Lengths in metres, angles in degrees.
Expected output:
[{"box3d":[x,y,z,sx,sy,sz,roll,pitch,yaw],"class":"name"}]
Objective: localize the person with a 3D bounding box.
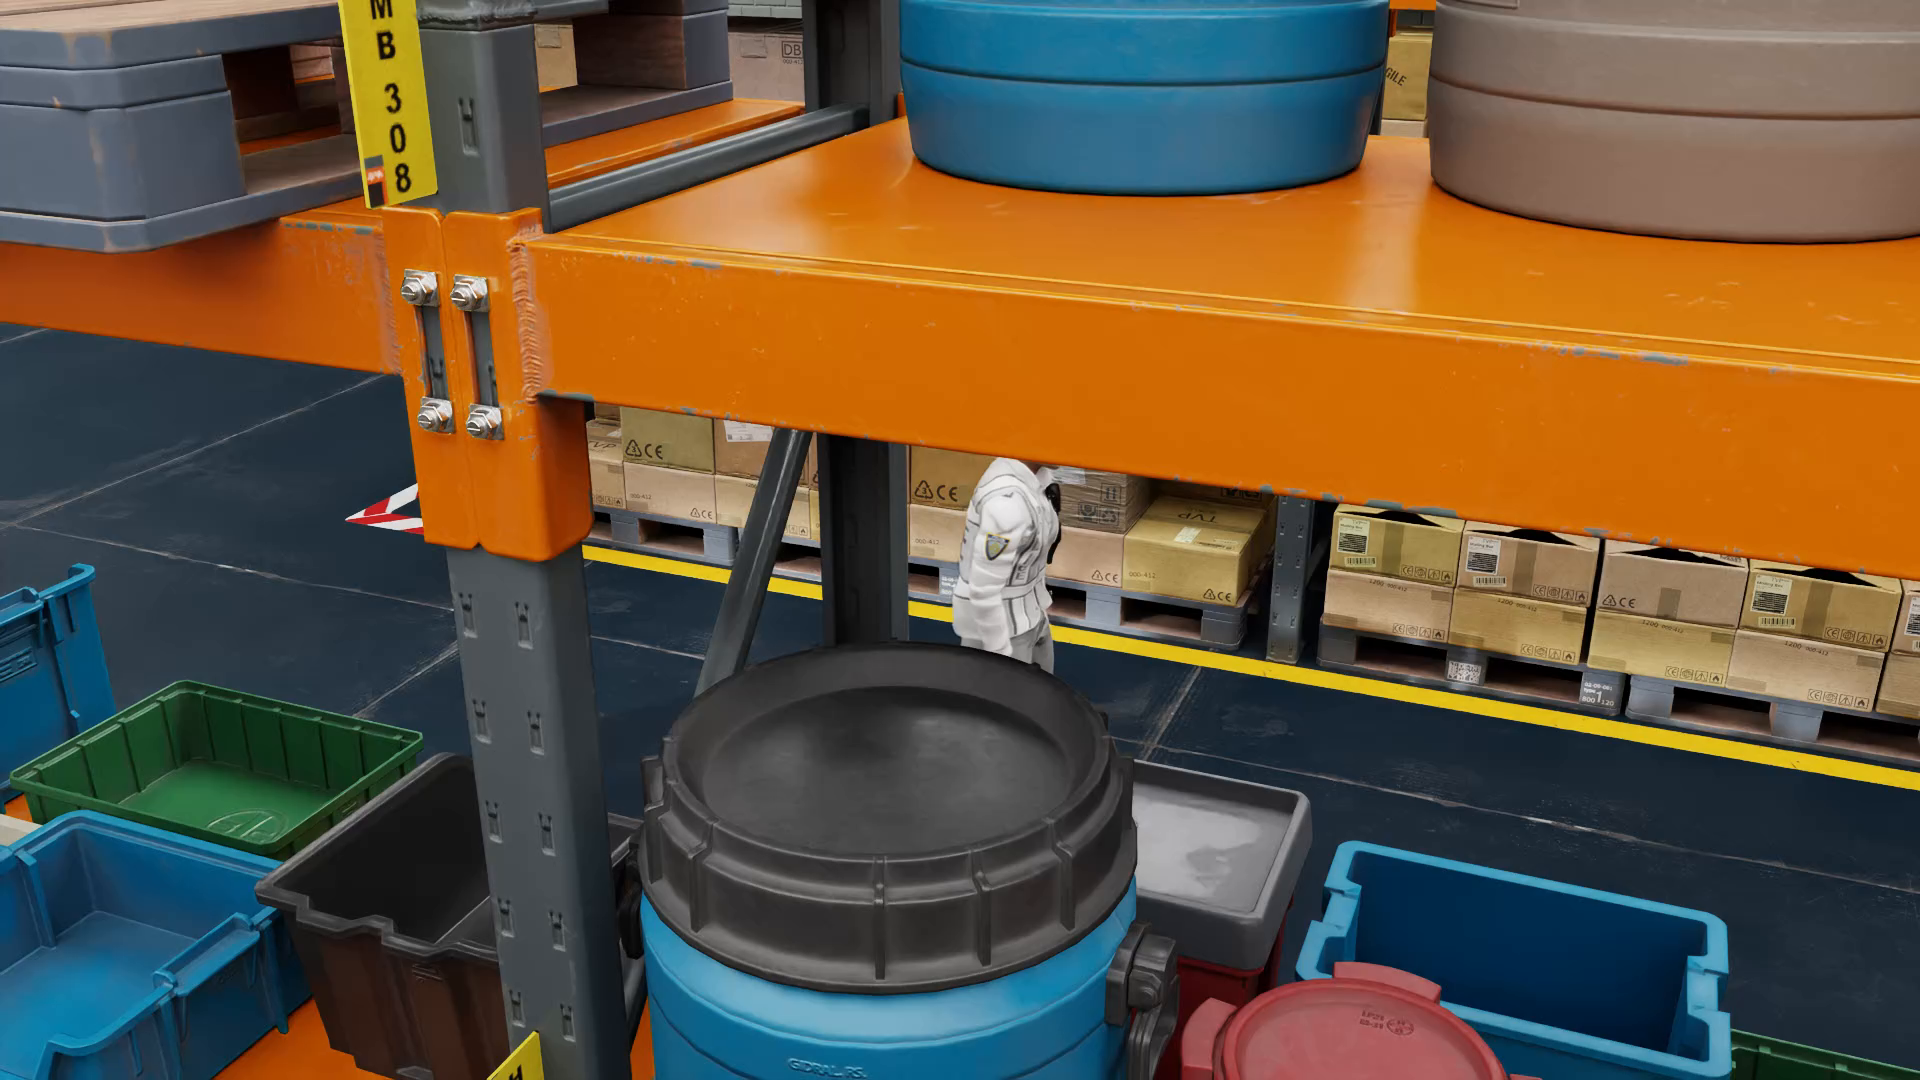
[{"box3d":[0.177,0.305,5.352,0.374,1.662,0.540,7,24,17],"class":"person"}]
